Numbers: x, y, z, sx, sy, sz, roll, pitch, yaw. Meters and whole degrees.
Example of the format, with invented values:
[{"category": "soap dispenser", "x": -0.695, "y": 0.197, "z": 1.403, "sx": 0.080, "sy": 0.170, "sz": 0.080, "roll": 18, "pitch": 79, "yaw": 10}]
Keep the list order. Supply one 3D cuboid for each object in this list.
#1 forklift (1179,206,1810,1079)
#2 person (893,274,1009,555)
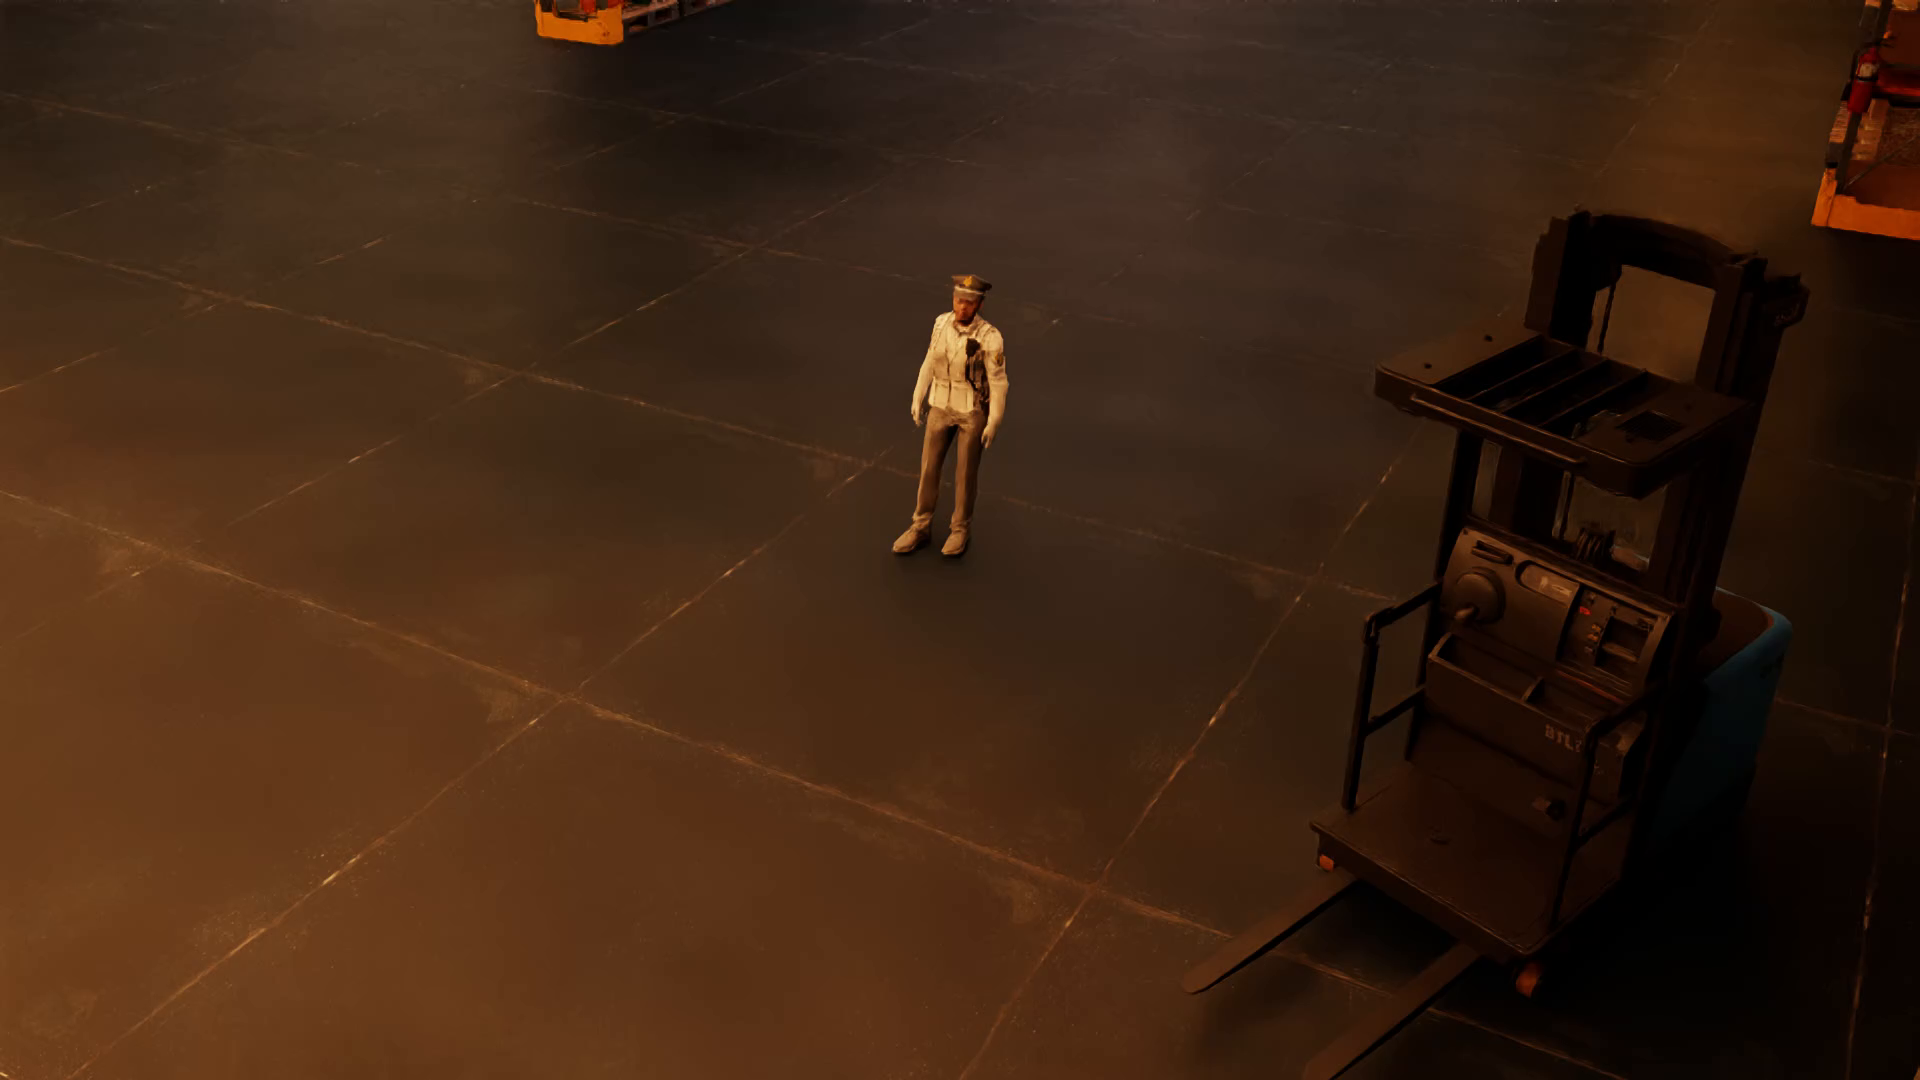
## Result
[{"category": "forklift", "x": 2.219, "y": 0.302, "z": 6.547, "sx": 3.031, "sy": 2.935, "sz": 1.130, "roll": -24, "pitch": 37, "yaw": -35}, {"category": "person", "x": -0.039, "y": -0.712, "z": 9.527, "sx": 0.586, "sy": 1.695, "sz": 0.533, "roll": 15, "pitch": 33, "yaw": 25}]
